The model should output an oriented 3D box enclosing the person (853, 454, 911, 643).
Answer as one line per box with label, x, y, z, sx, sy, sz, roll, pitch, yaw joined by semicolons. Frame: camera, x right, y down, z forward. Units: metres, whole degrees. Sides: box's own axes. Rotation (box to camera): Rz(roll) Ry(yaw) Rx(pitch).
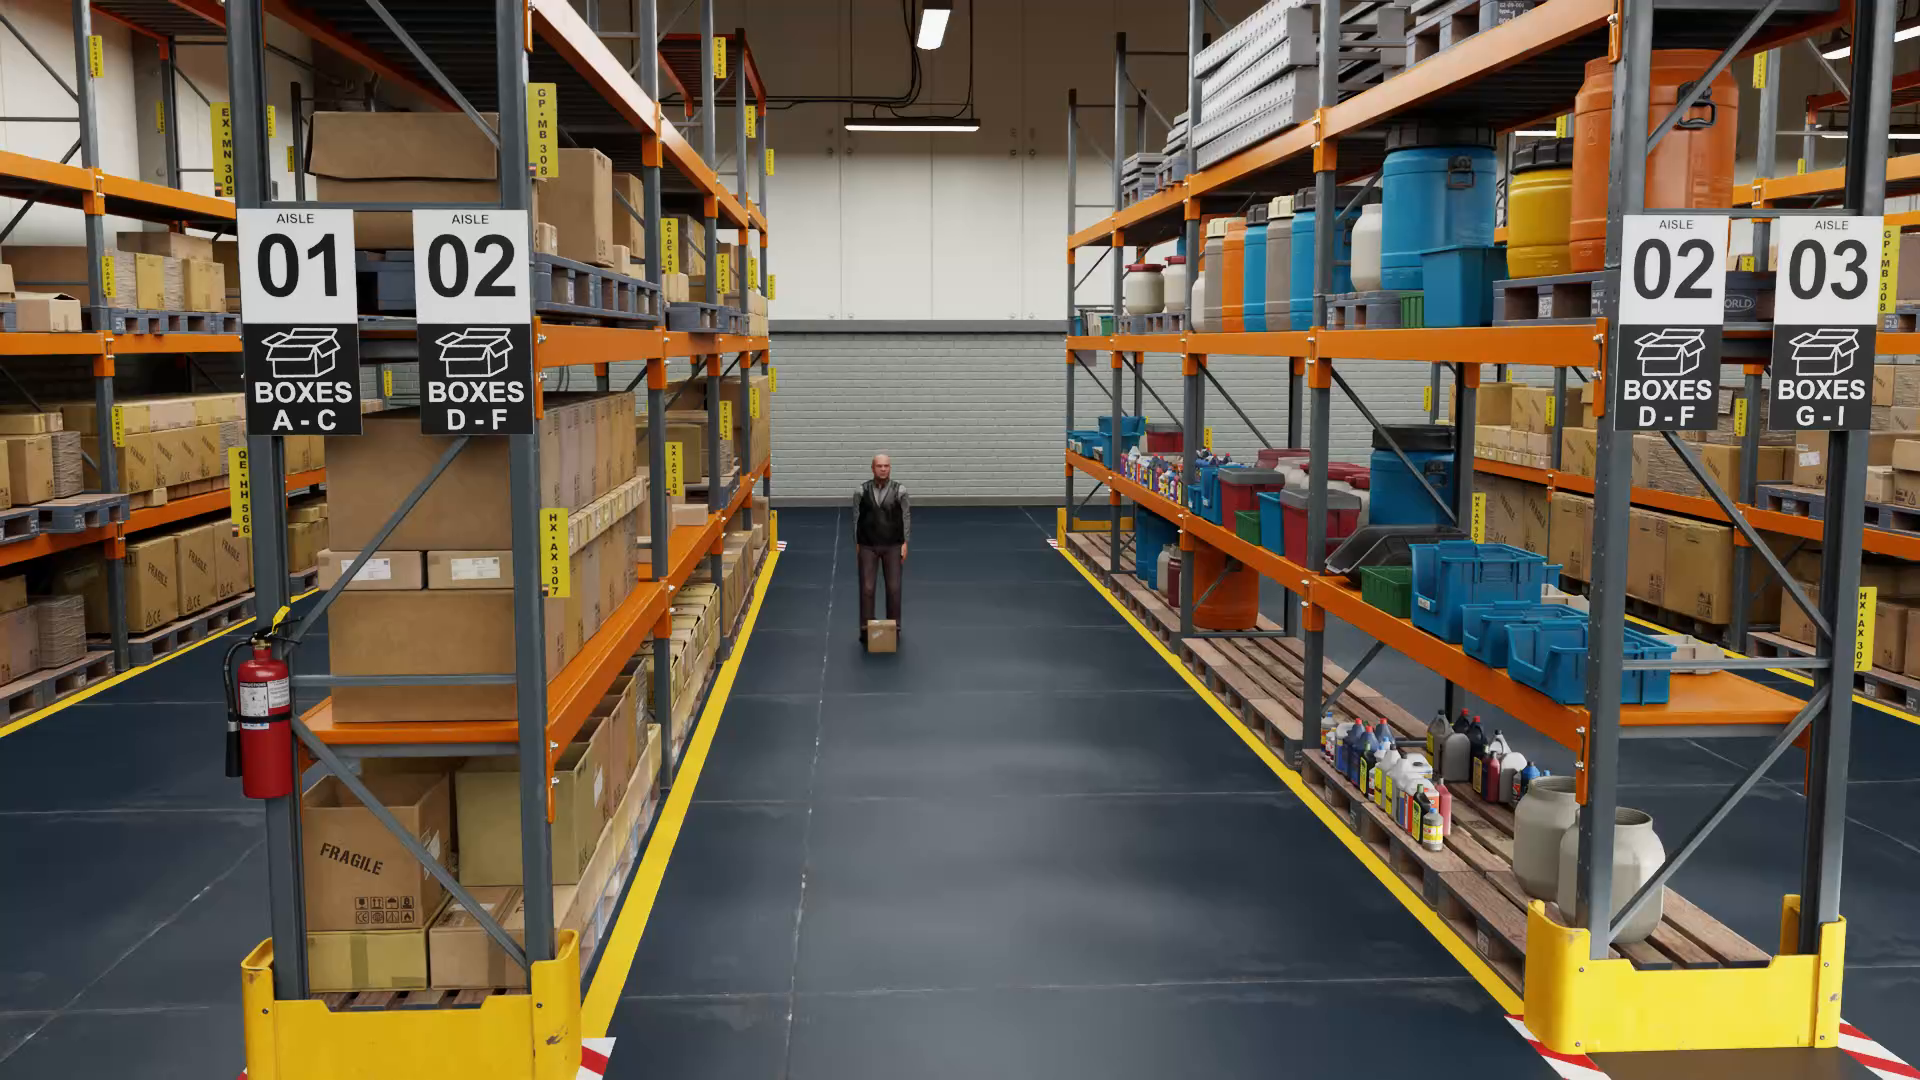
person;-0.716;0.088;15.246;0.531;1.742;0.359;0;7;-2
